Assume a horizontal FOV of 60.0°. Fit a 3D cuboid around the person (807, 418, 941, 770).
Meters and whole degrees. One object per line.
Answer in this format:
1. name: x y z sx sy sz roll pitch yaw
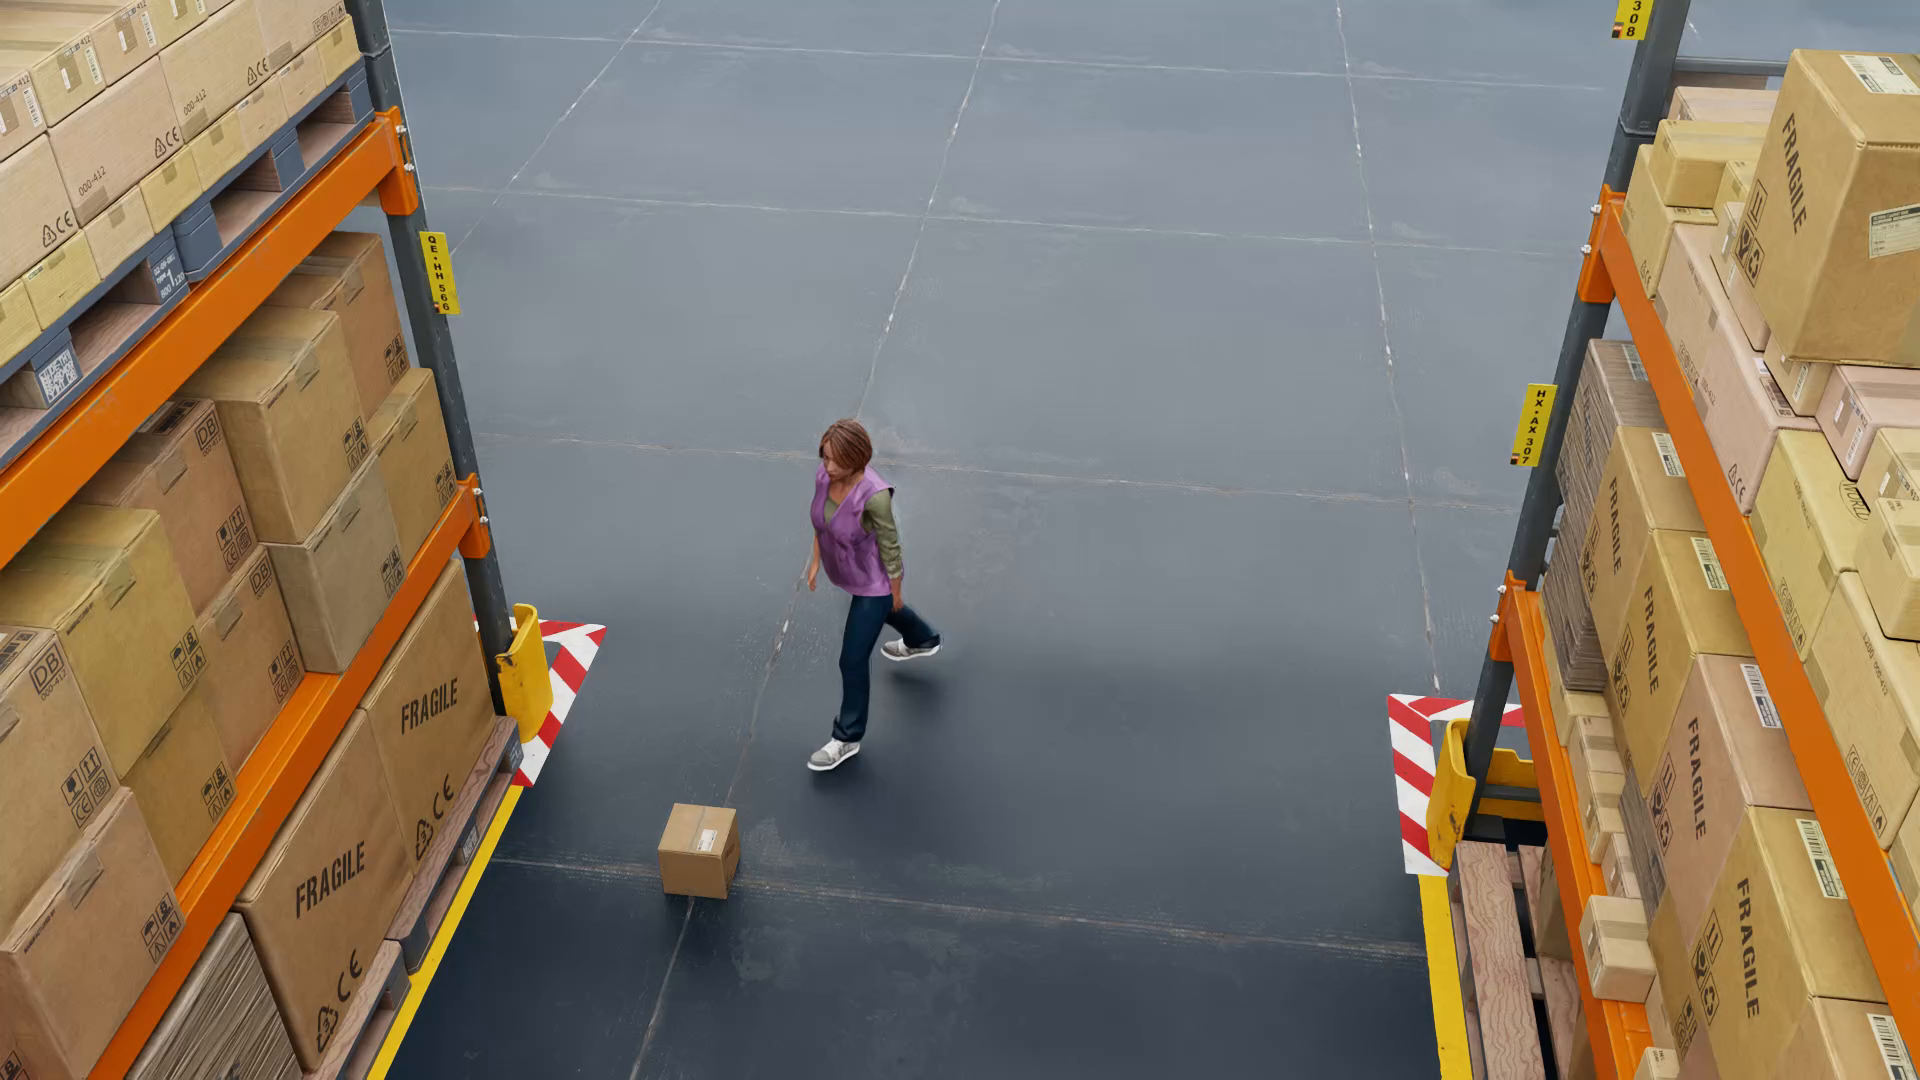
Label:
1. person: -0.398 0.120 6.879 0.876 1.557 0.467 -25 43 -30
